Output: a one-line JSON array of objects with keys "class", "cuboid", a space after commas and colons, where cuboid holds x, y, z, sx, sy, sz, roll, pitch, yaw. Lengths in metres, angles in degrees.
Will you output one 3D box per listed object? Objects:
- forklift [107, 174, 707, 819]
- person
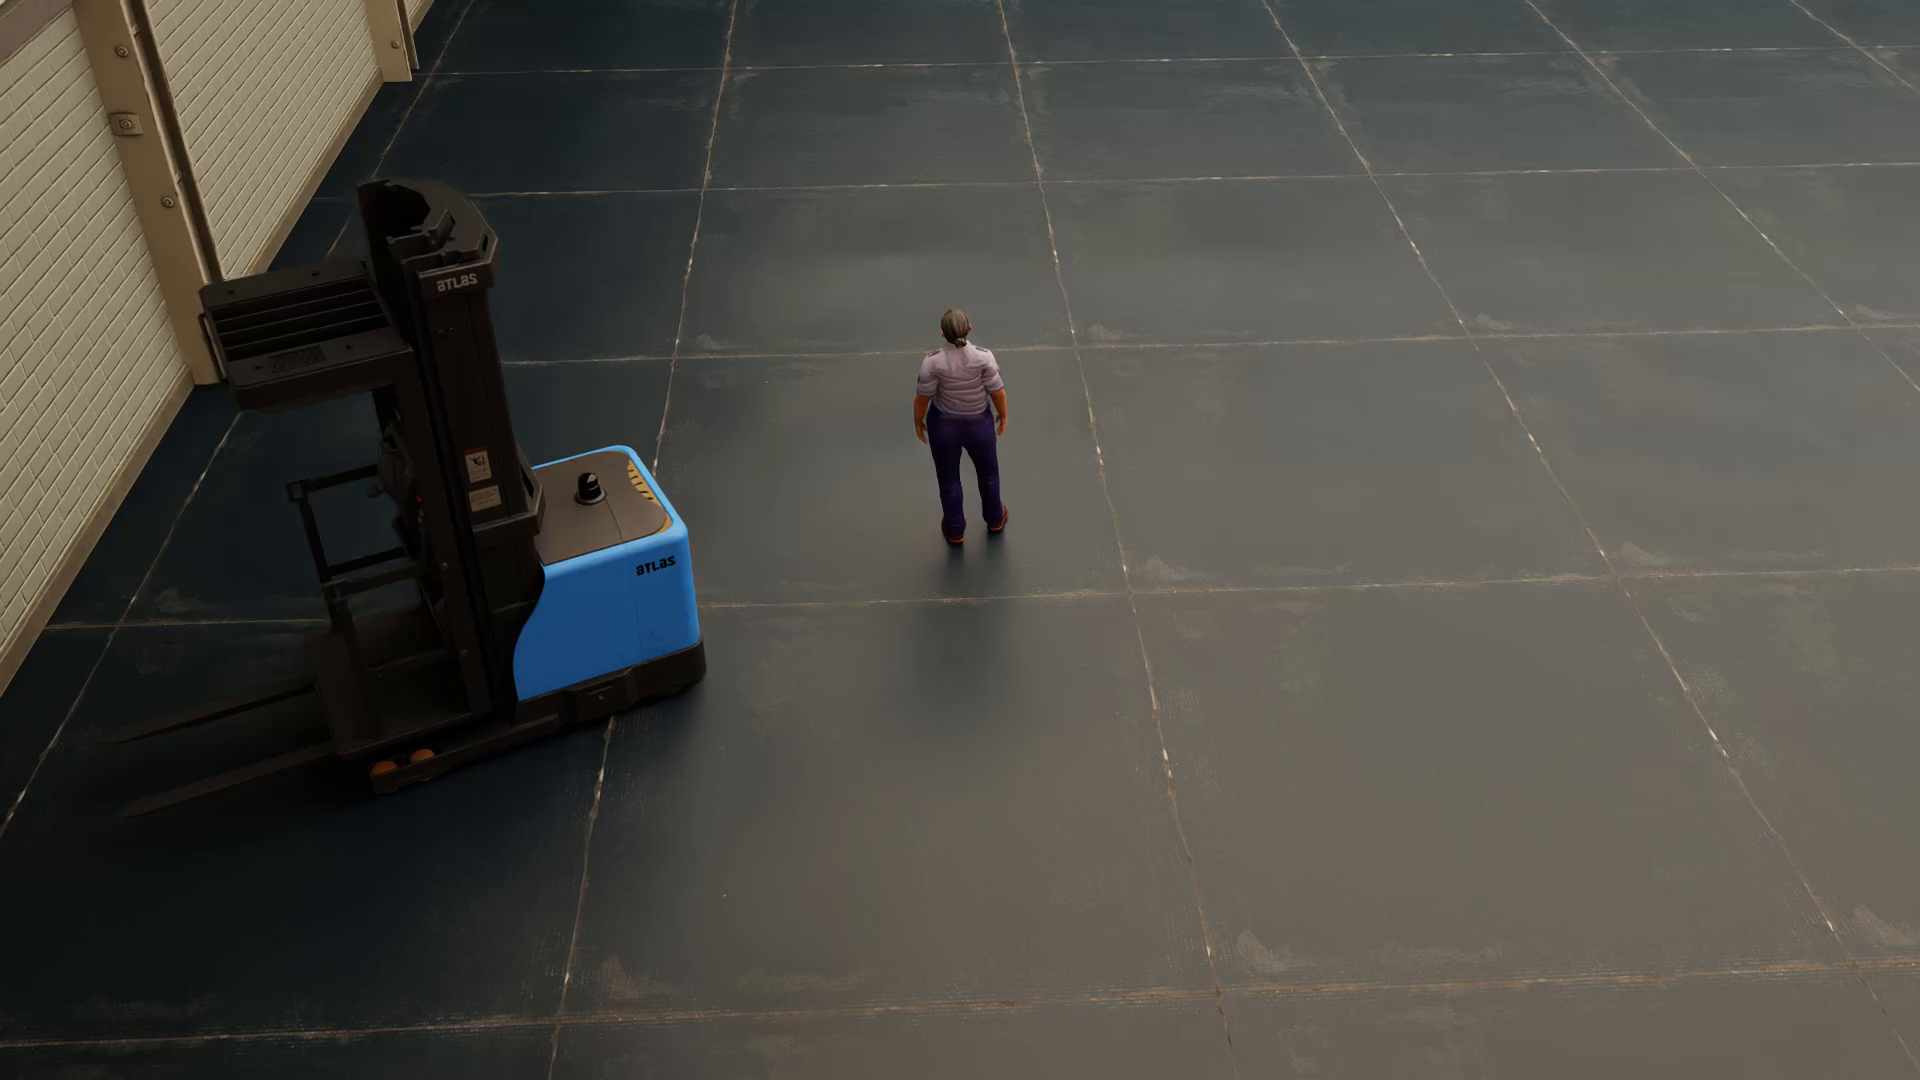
[{"class": "forklift", "cuboid": [-2.975, -0.220, 8.312, 3.031, 2.935, 1.130, -17, 40, -22]}, {"class": "person", "cuboid": [0.018, -0.726, 10.083, 0.598, 1.651, 0.503, -2, 36, -2]}]
